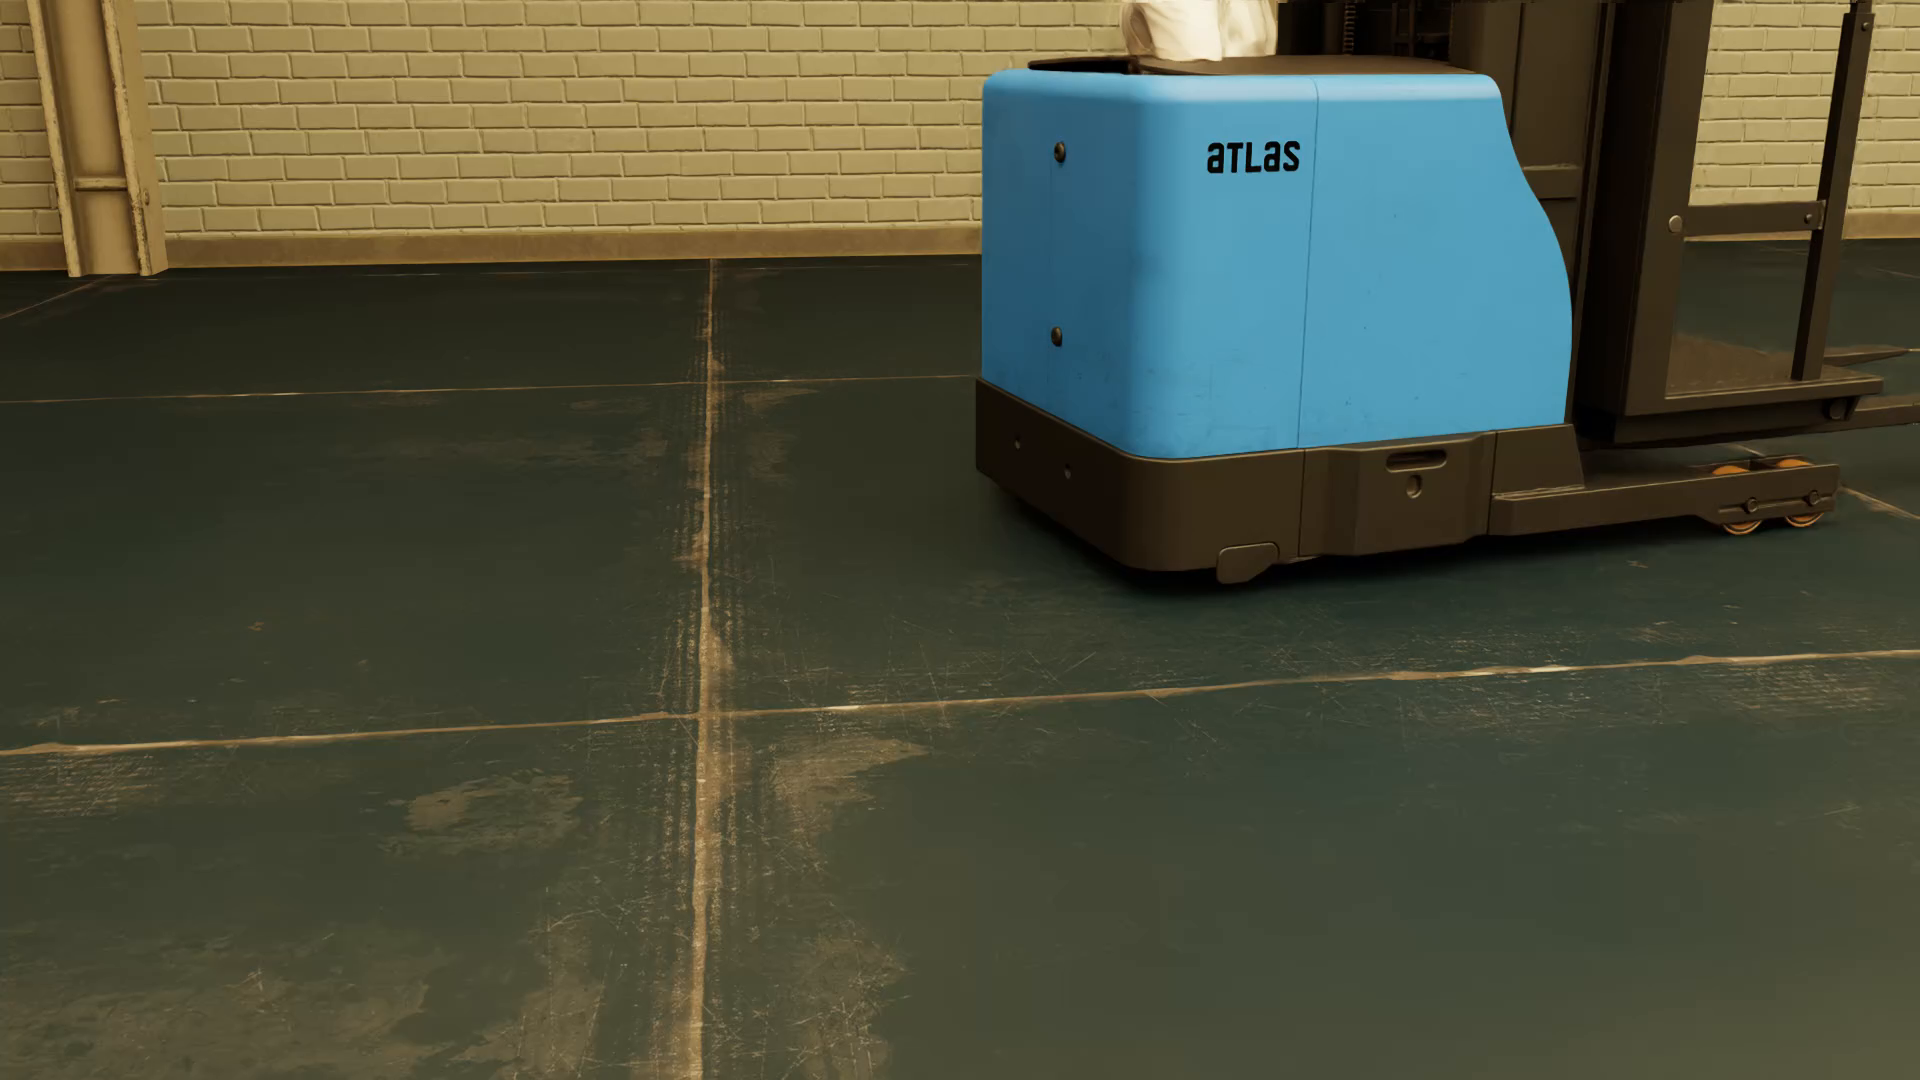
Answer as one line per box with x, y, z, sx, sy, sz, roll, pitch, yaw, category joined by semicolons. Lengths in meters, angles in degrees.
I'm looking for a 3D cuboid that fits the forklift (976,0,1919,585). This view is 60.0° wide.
1.613;-1.551;4.035;3.031;2.935;1.130;-6;18;-19;forklift

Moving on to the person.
0.685;-0.818;3.913;0.583;1.735;0.826;6;18;20;person
